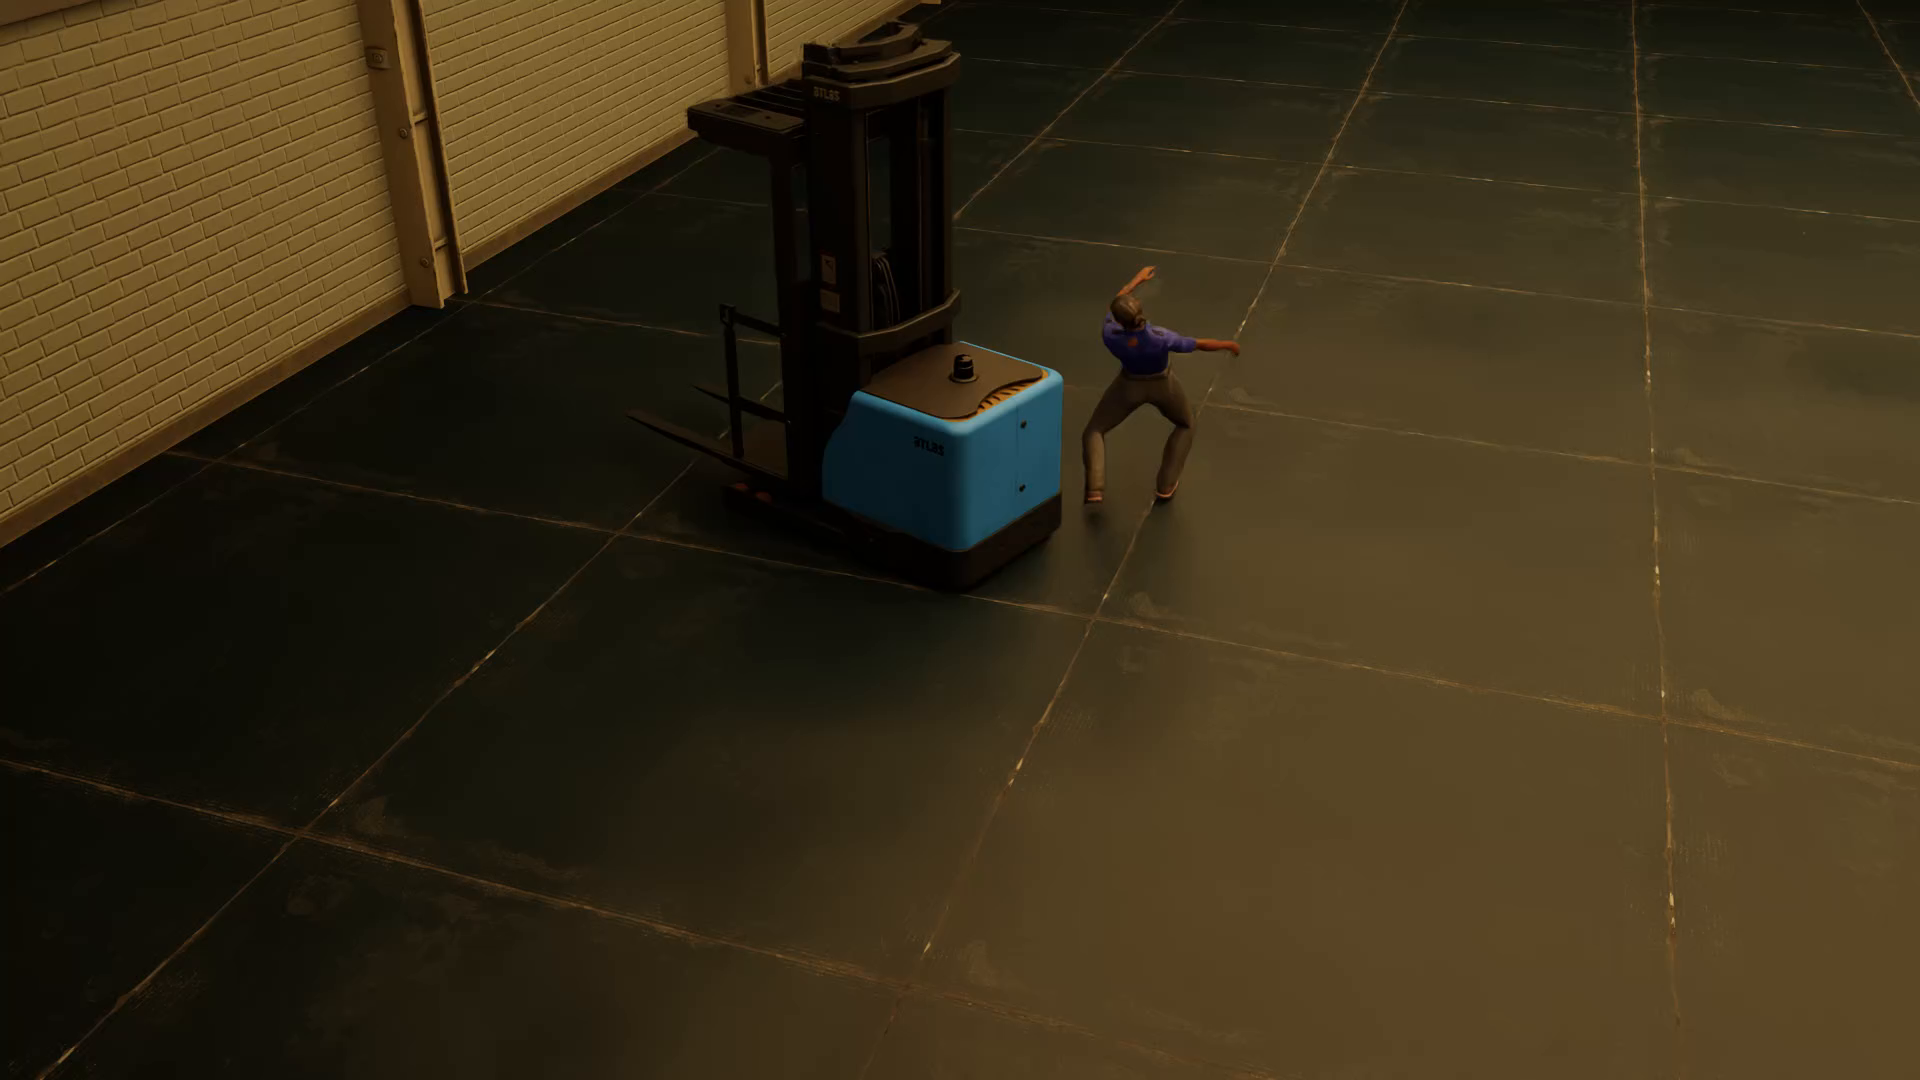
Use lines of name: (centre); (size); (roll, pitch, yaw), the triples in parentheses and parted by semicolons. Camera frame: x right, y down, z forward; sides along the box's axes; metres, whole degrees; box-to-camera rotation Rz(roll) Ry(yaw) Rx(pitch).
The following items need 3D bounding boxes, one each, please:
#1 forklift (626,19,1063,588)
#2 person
forklift: (-0.851, -1.586, 9.919); (3.031, 2.935, 1.130); (22, 36, 33)
person: (1.244, -0.923, 10.235); (0.965, 1.424, 0.753); (0, 30, -1)
